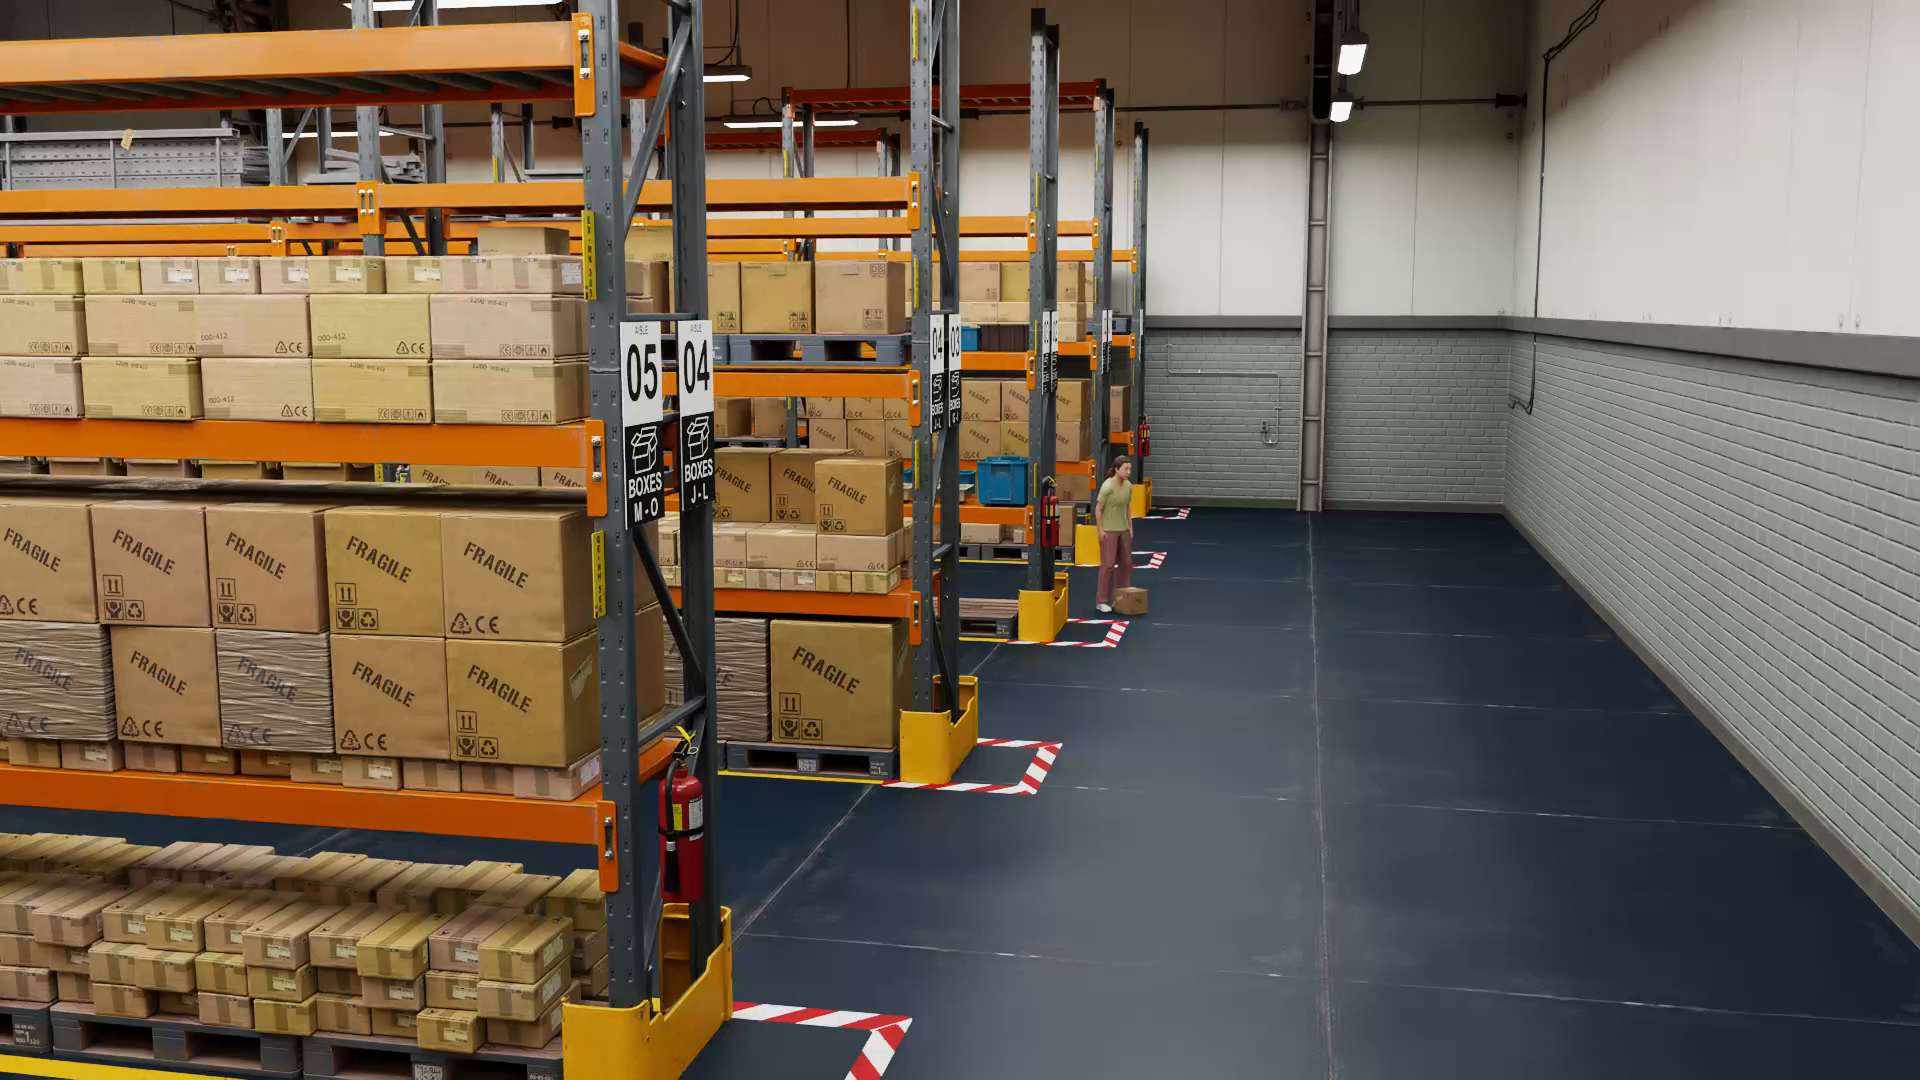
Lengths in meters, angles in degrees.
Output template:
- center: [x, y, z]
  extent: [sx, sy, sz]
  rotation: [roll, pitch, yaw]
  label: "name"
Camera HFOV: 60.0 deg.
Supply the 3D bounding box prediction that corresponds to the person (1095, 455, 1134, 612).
- center: [1.686, -0.079, 17.891]
  extent: [0.511, 1.671, 0.364]
  rotation: [-6, 10, -36]
  label: "person"
